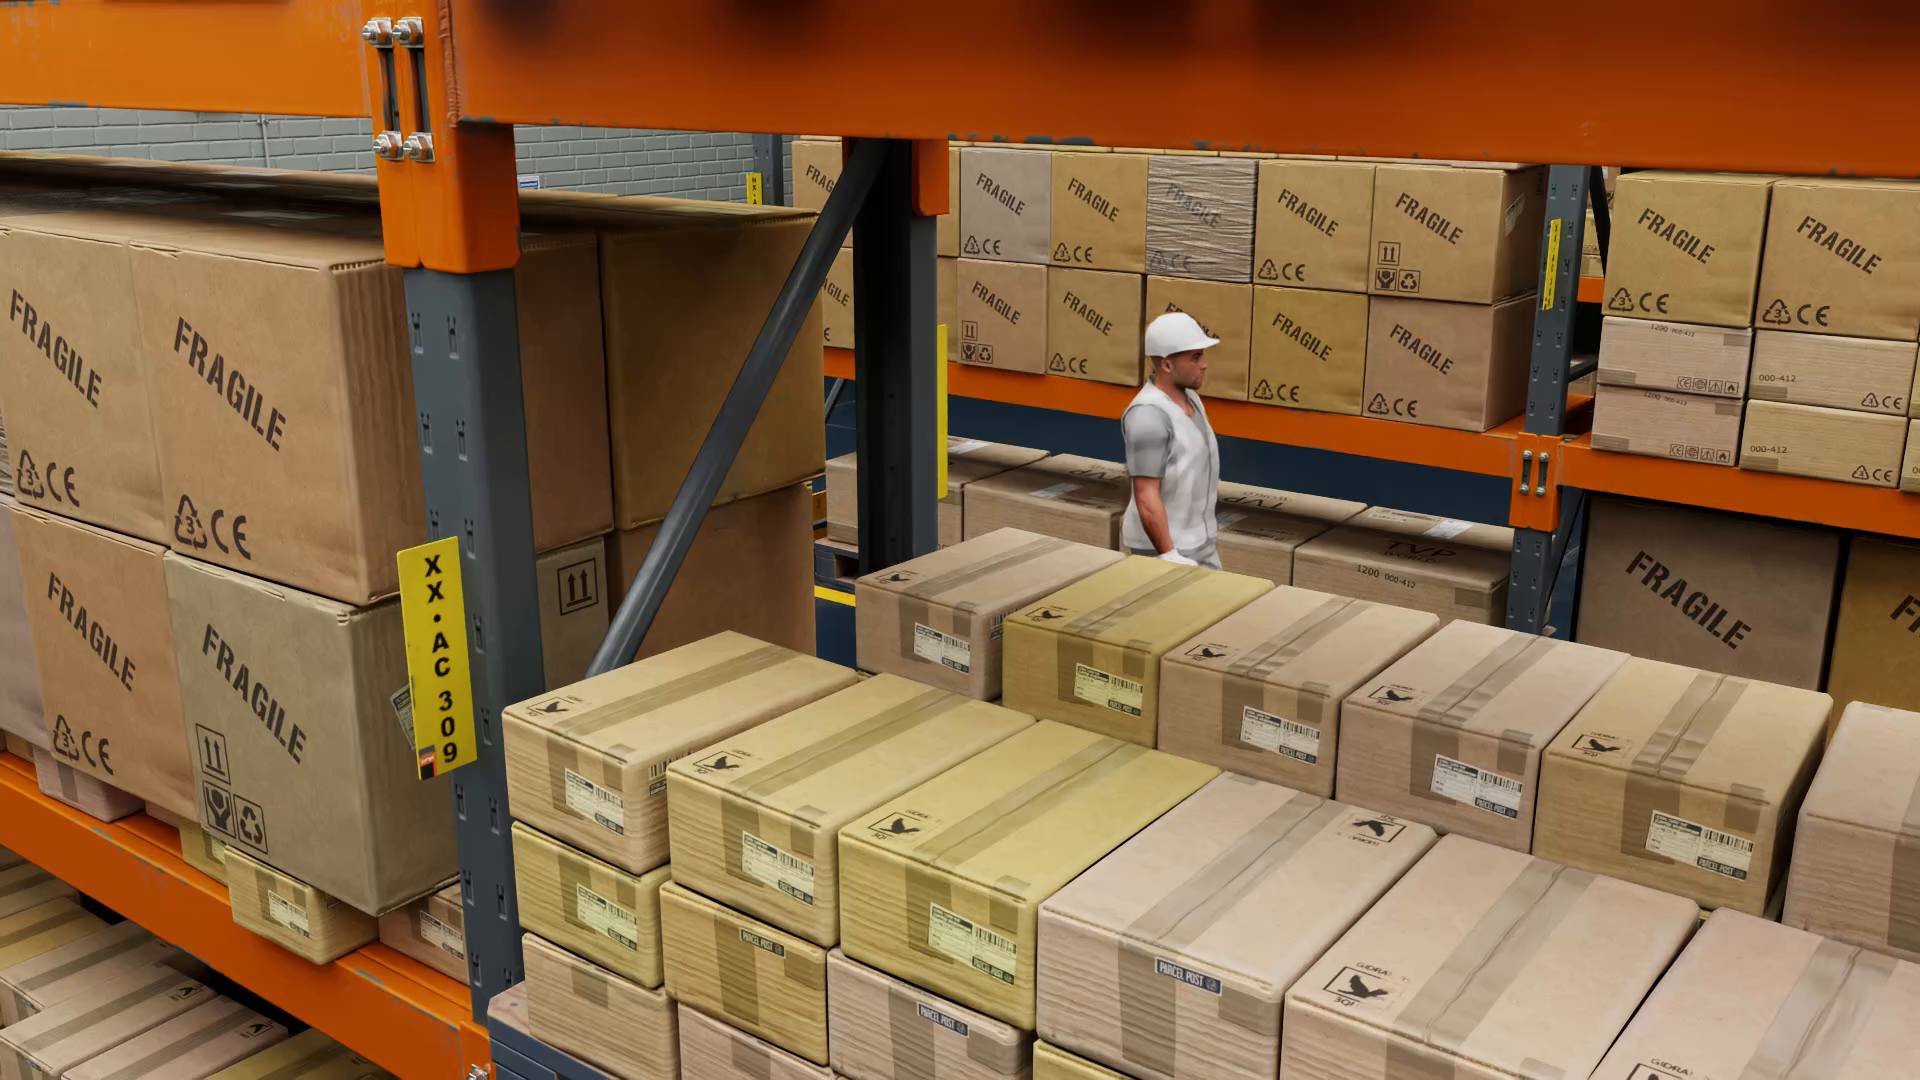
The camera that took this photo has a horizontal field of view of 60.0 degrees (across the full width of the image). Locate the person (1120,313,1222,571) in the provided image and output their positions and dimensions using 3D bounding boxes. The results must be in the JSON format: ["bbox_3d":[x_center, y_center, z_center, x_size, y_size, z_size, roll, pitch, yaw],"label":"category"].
[{"bbox_3d":[0.847,0.065,6.273,0.448,1.837,0.598,10,19,30],"label":"person"}]
